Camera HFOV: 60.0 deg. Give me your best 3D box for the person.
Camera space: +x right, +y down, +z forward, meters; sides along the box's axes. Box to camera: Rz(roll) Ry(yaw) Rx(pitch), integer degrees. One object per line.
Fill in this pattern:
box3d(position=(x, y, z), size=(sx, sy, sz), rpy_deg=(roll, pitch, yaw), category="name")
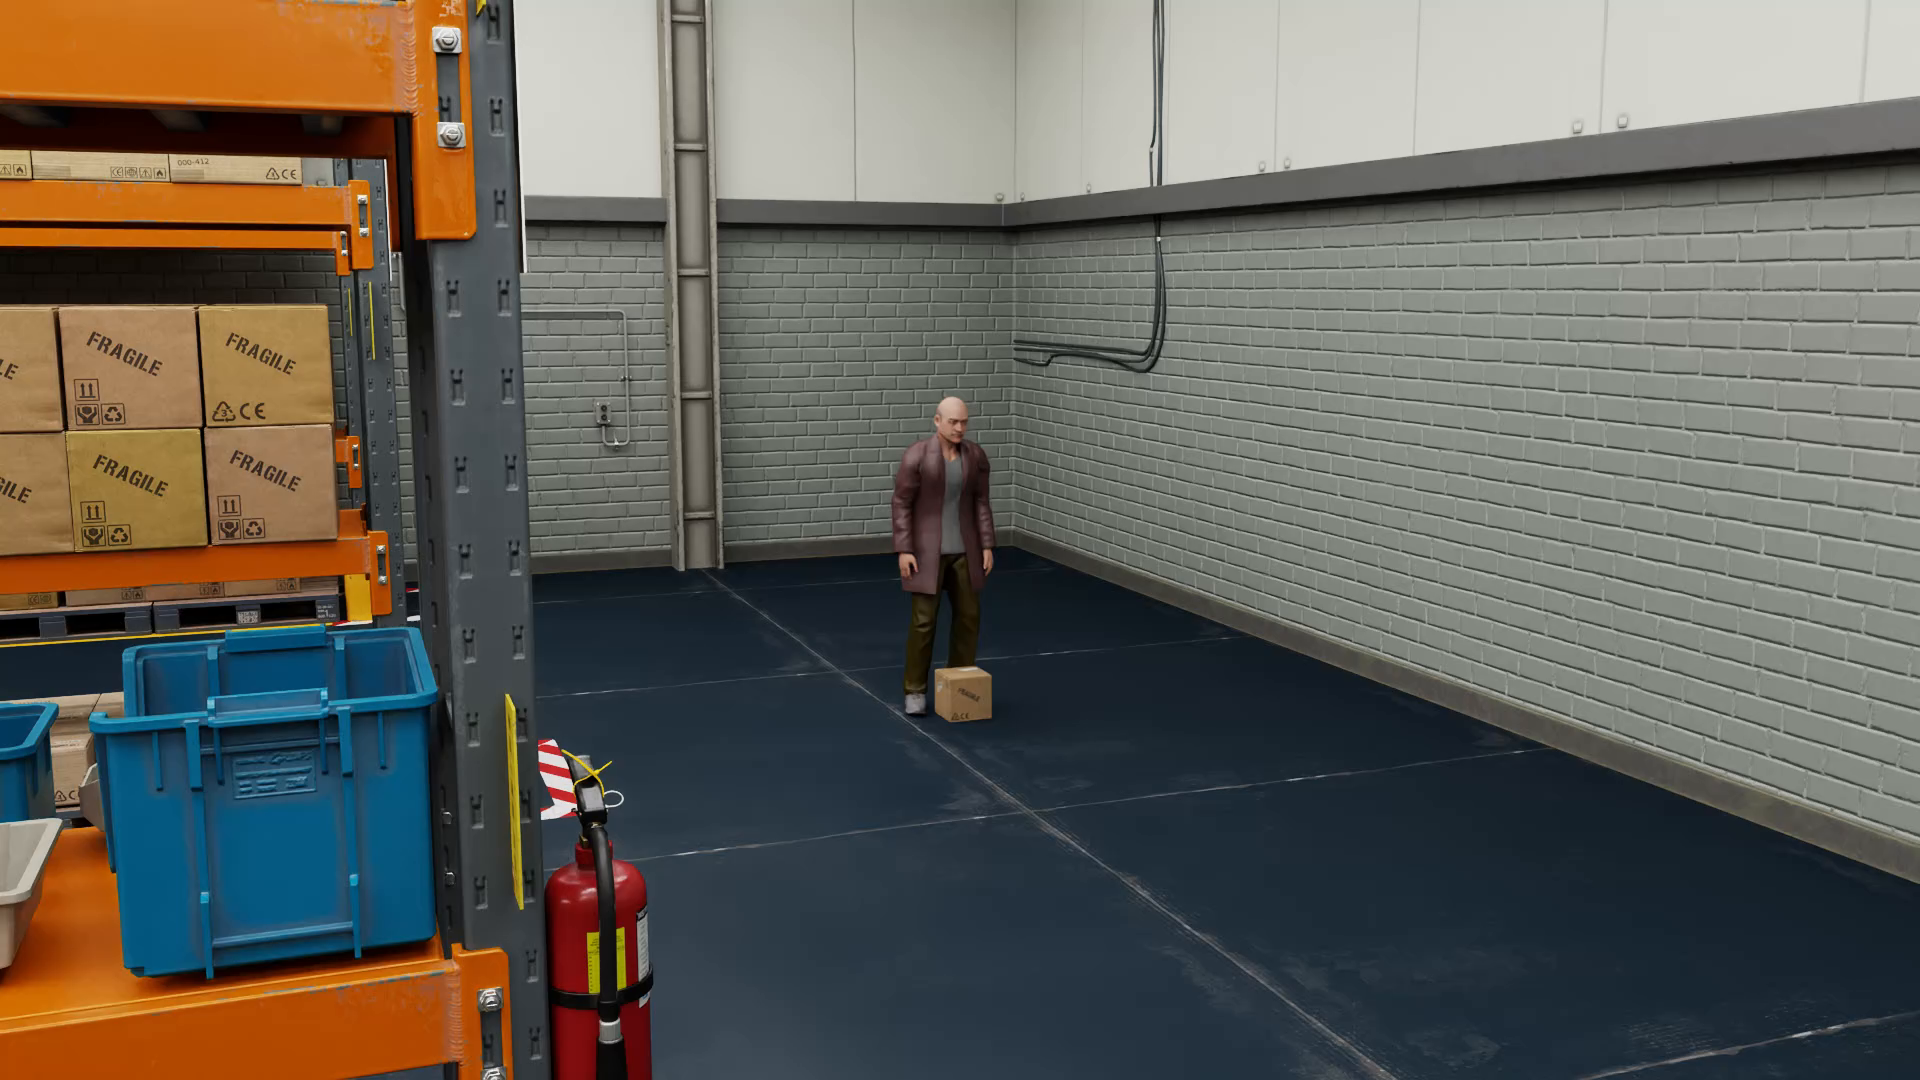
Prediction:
box3d(position=(-0.081, 0.075, 9.418), size=(0.633, 1.773, 0.427), rpy_deg=(-4, 9, -23), category="person")
